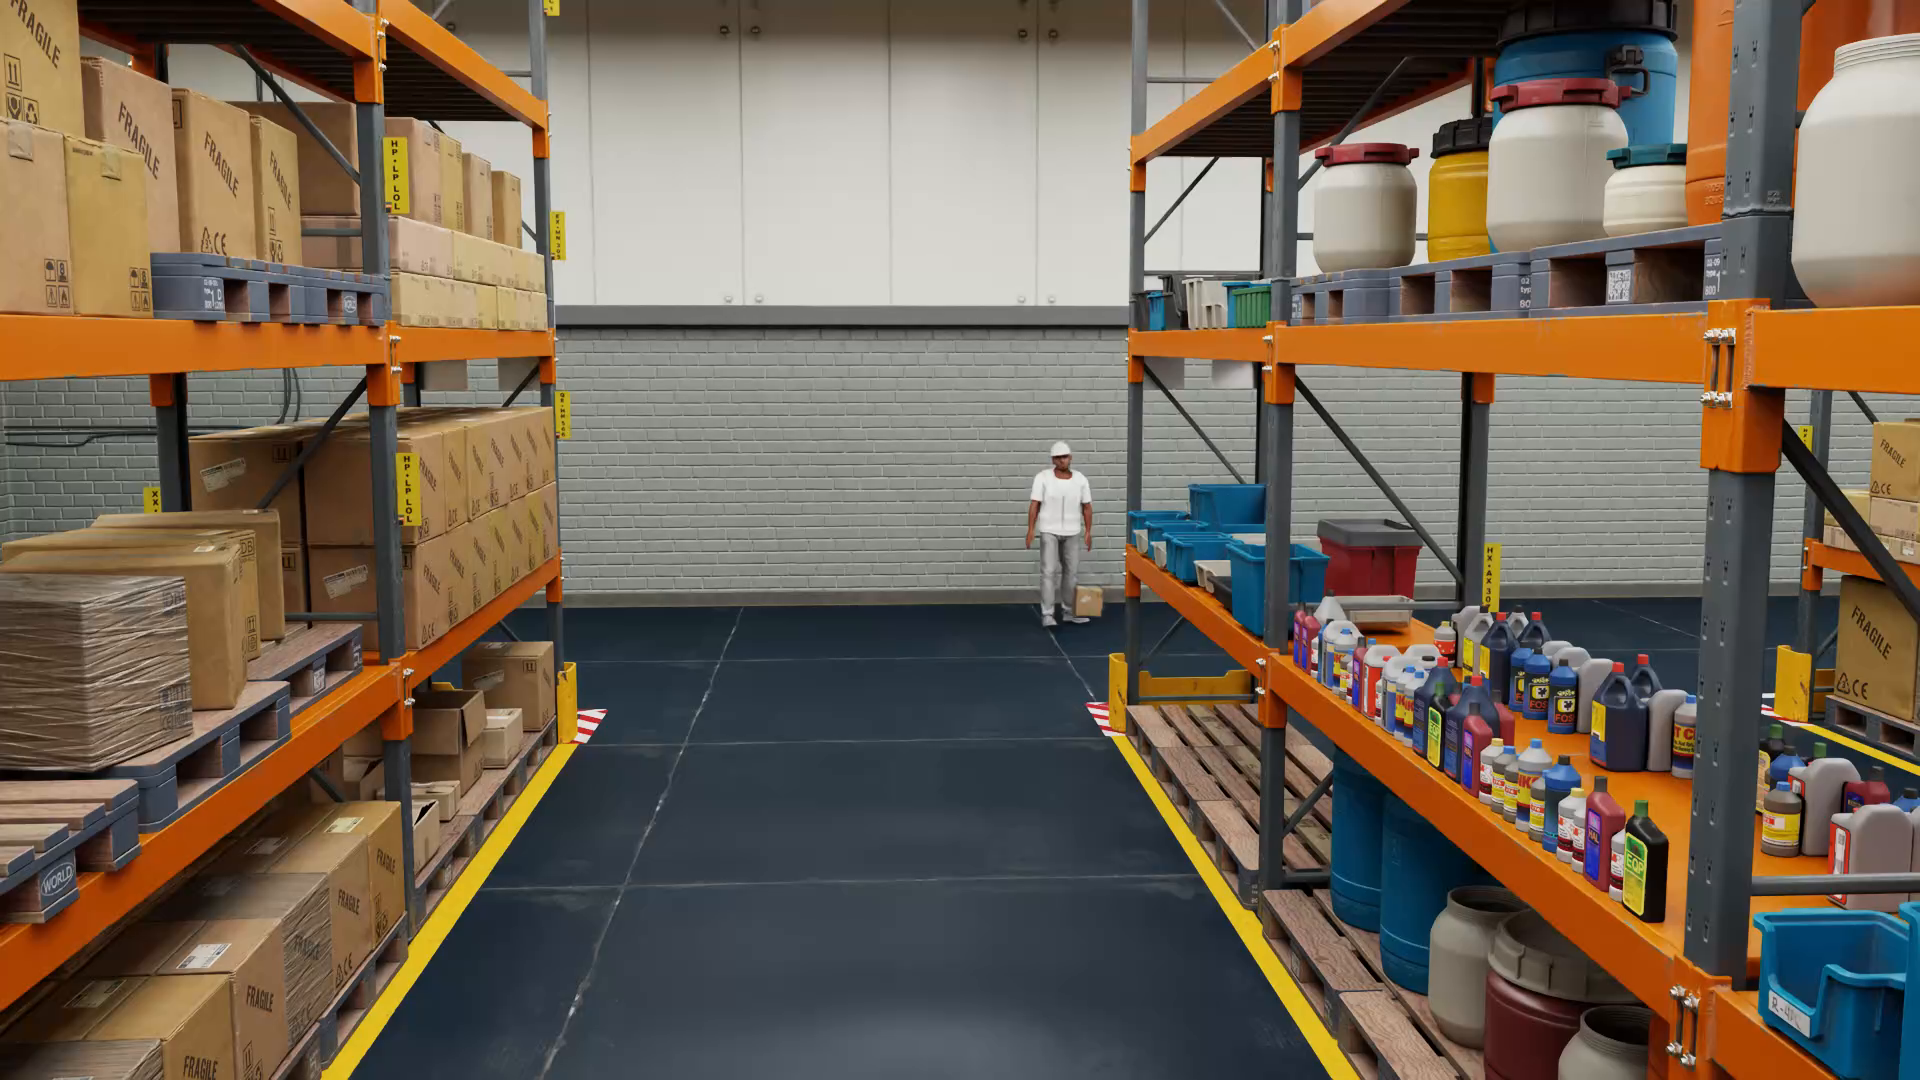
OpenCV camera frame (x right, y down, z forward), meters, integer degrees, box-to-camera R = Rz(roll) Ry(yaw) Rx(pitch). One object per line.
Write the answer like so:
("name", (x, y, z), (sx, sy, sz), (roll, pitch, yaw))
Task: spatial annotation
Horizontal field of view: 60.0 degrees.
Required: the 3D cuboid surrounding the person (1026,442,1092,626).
("person", (0.960, -0.056, 15.910), (0.669, 1.765, 0.561), (-1, 7, -11))
